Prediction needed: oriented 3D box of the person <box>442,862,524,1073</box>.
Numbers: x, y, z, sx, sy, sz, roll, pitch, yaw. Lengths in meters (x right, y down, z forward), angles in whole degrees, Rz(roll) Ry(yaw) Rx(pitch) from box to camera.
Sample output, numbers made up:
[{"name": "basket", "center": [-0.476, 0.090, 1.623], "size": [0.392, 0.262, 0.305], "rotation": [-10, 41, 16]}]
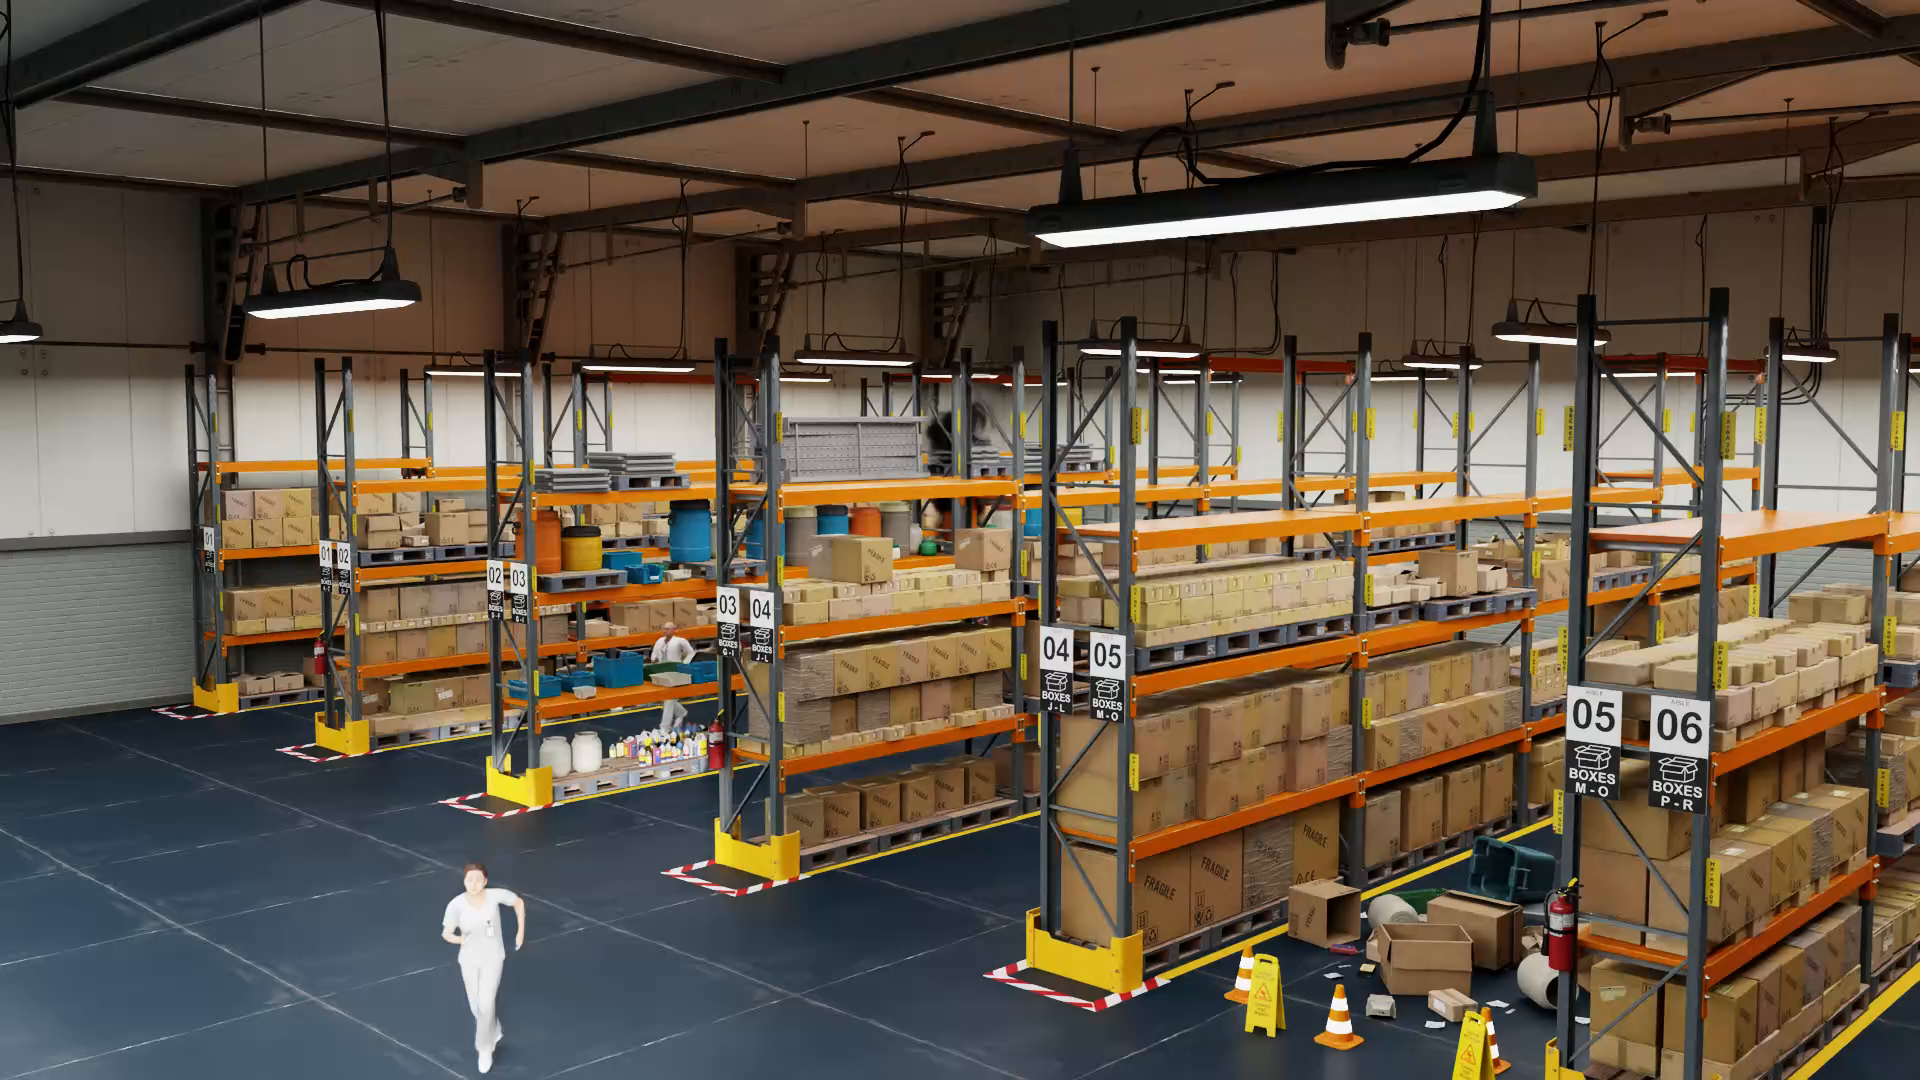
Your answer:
[{"name": "person", "center": [-3.749, 3.327, 13.098], "size": [0.590, 1.655, 0.798], "rotation": [-1, 4, -7]}]

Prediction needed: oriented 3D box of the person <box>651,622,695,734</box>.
[{"name": "person", "center": [-4.679, 2.204, 26.842], "size": [0.723, 1.780, 0.930], "rotation": [2, 5, 29]}]
